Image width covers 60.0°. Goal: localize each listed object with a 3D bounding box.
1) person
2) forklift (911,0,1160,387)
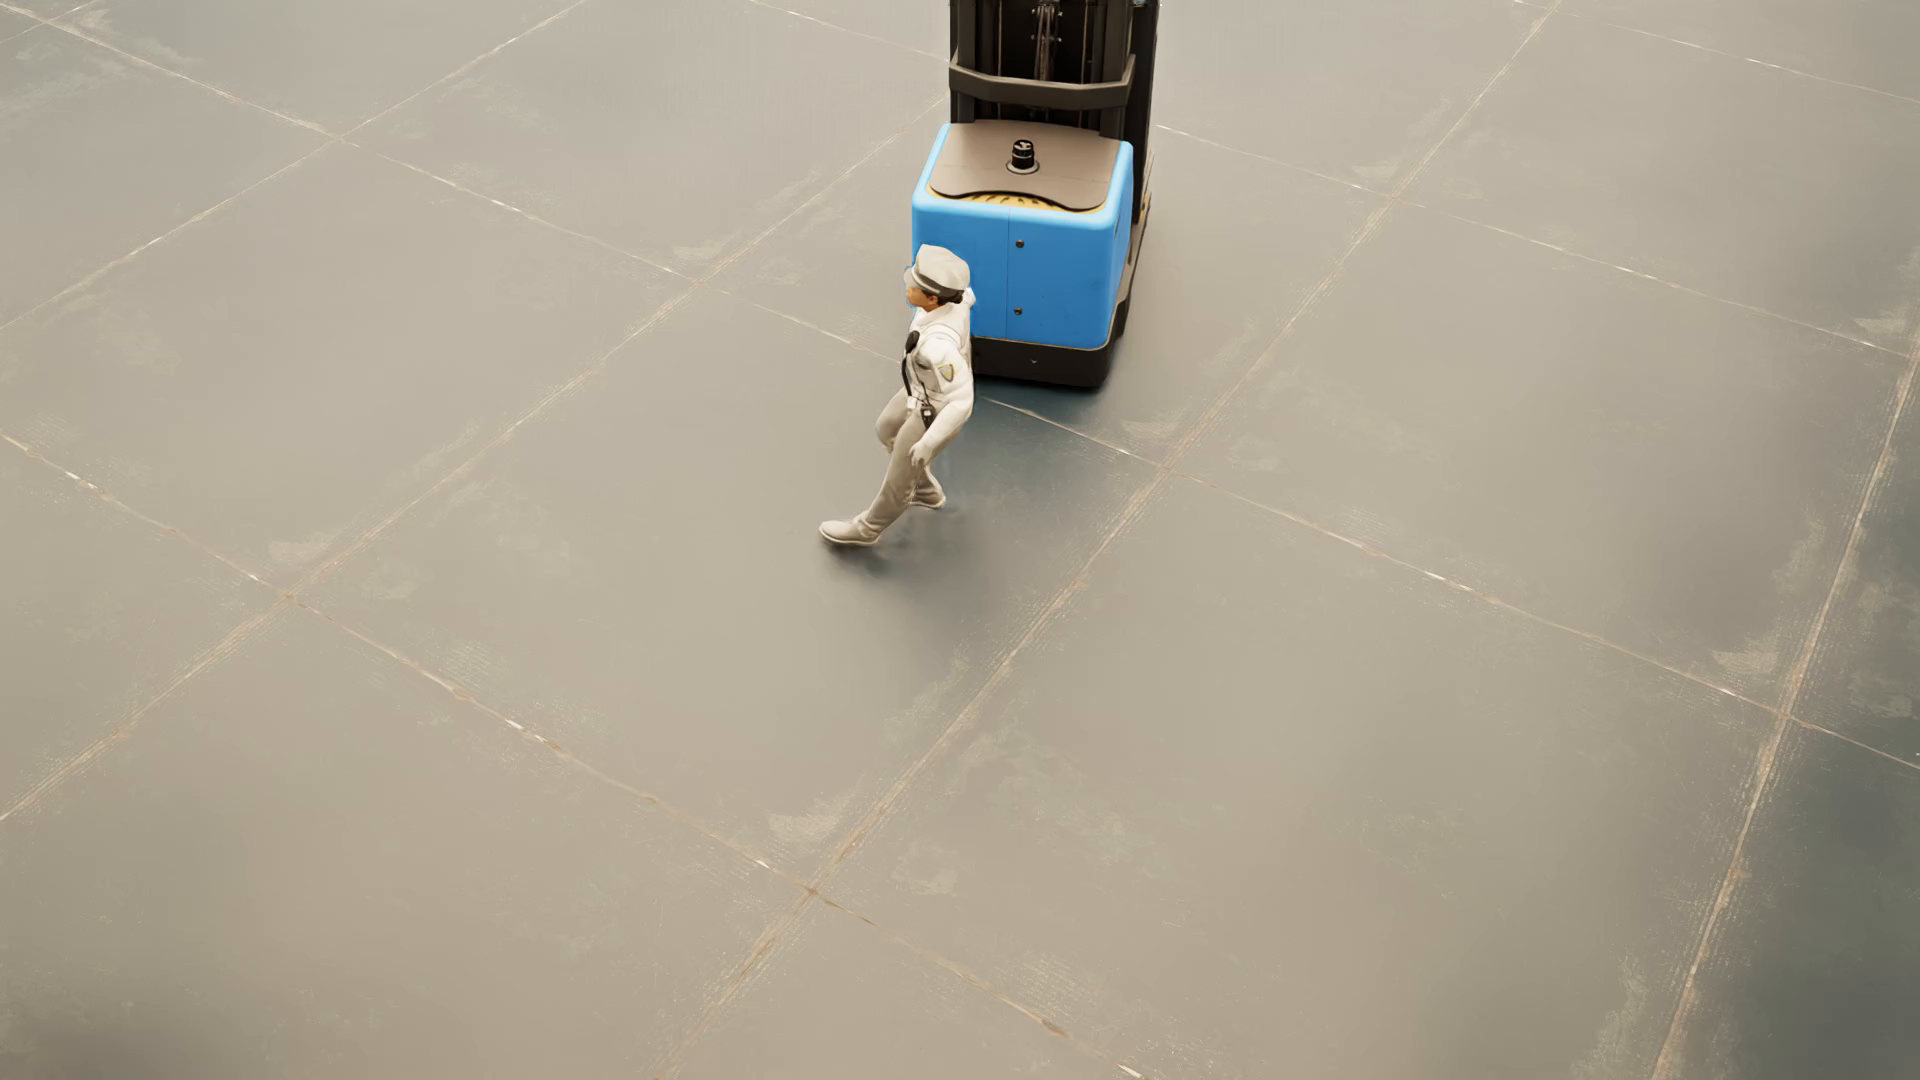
[{"bbox_3d":[-0.283,-0.632,7.410,0.761,1.620,0.834,5,44,6],"label":"person"},{"bbox_3d":[0.538,-2.893,8.900,1.130,2.935,3.031,8,44,8],"label":"forklift"}]
